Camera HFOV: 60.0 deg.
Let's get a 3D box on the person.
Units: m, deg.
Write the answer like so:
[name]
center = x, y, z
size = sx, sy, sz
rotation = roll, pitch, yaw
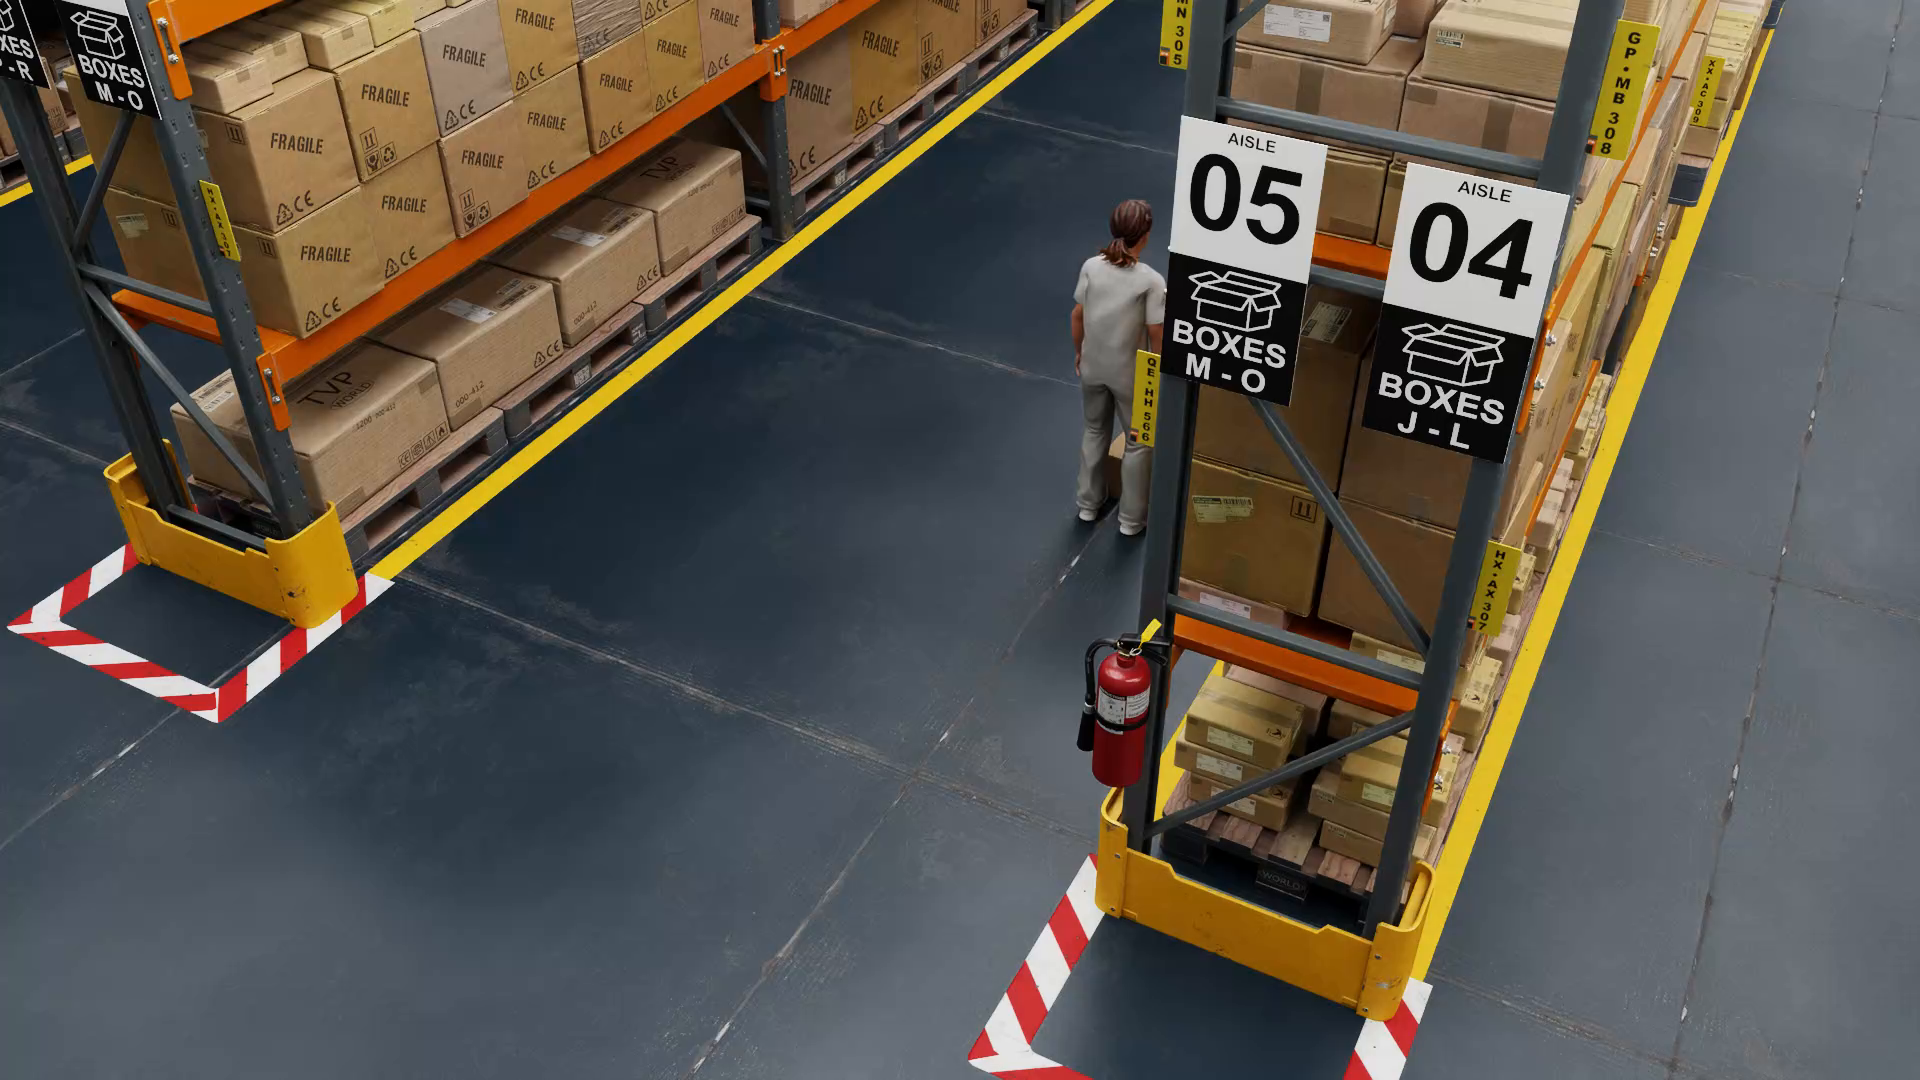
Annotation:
[person]
center = 0.748, -0.790, 7.757
size = 0.501, 1.672, 0.350
rotation = 21, 43, 25
